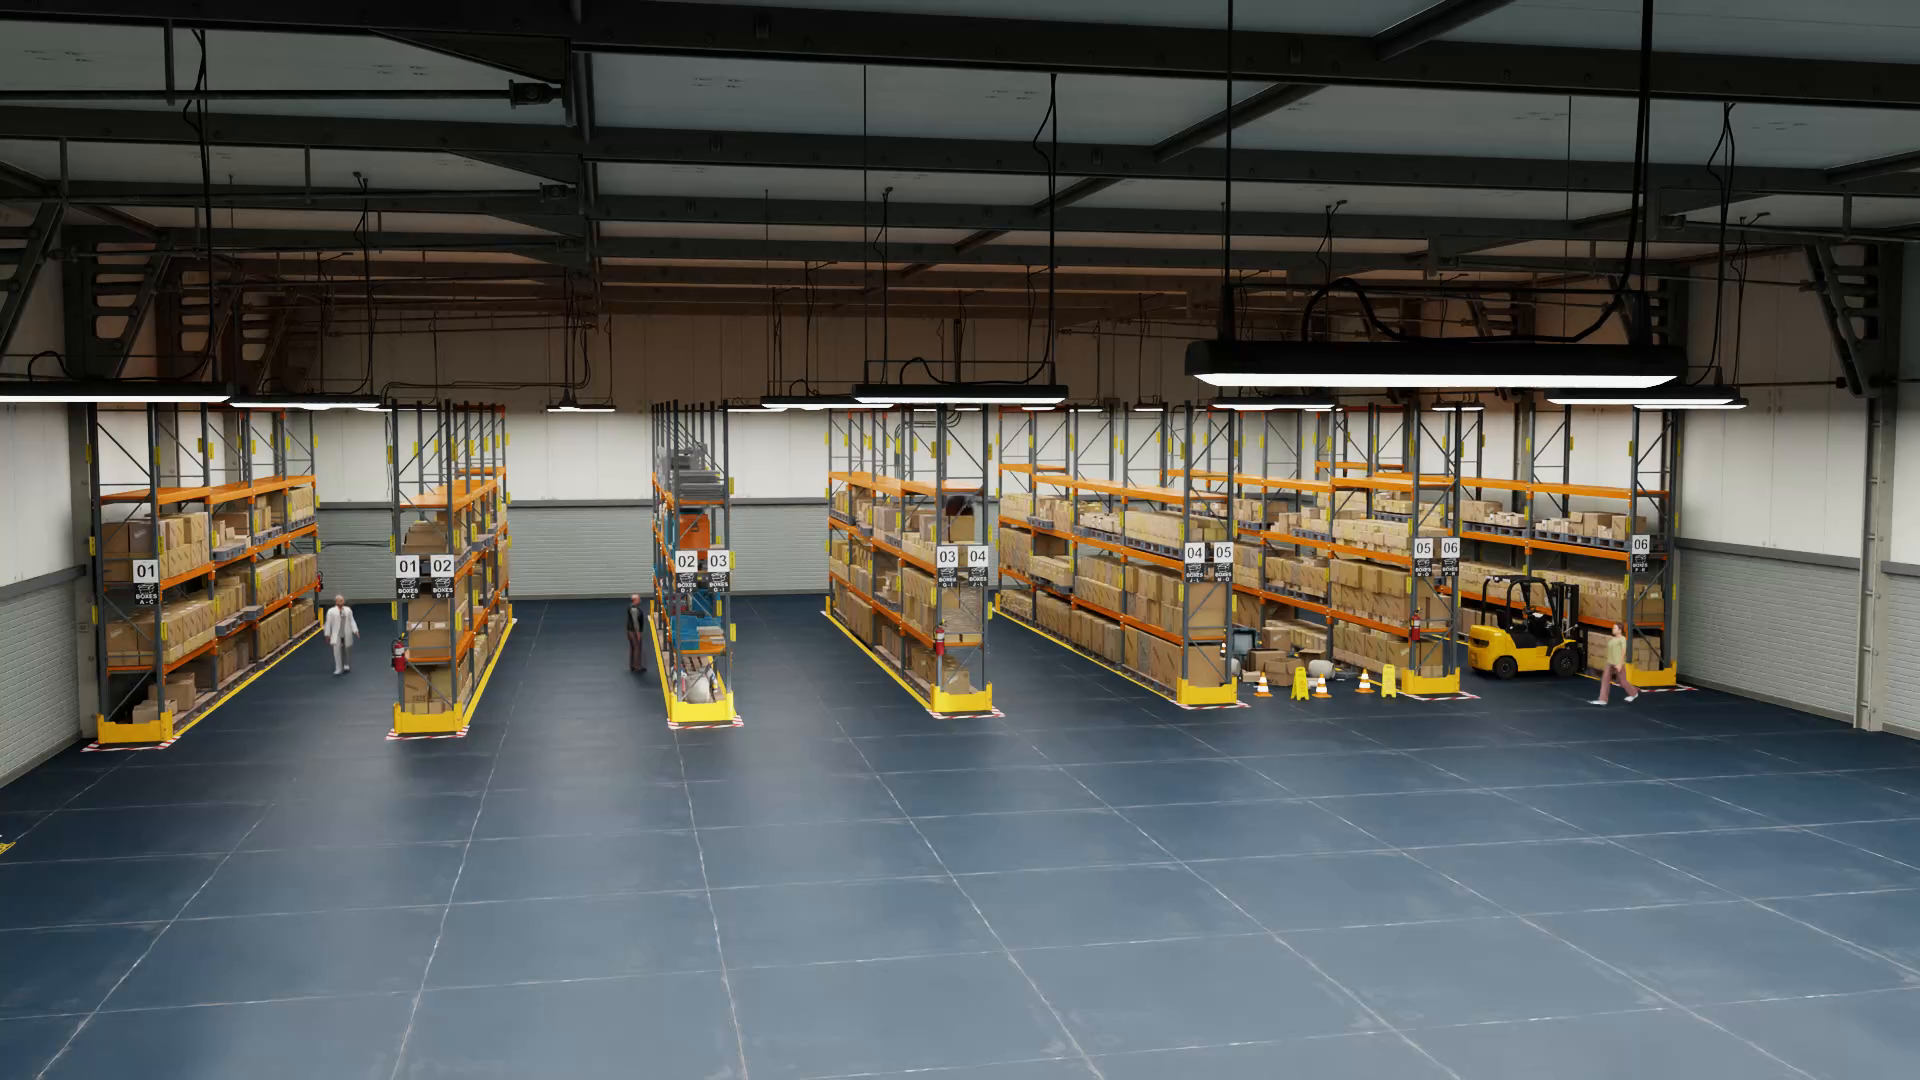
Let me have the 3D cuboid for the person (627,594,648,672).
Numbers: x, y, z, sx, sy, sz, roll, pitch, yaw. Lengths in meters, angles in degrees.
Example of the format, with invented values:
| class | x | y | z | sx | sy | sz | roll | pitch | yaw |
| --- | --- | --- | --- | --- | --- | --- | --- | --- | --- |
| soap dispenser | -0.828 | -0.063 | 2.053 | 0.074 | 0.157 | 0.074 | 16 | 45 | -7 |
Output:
| class | x | y | z | sx | sy | sz | roll | pitch | yaw |
| --- | --- | --- | --- | --- | --- | --- | --- | --- | --- |
| person | -7.178 | 2.064 | 36.982 | 0.425 | 1.724 | 0.573 | -2 | 5 | -20 |

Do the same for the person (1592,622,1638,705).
| class | x | y | z | sx | sy | sz | roll | pitch | yaw |
| --- | --- | --- | --- | --- | --- | --- | --- | --- | --- |
| person | 12.948 | 2.438 | 32.740 | 0.984 | 1.638 | 0.440 | -2 | 5 | -28 |

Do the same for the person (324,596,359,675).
| class | x | y | z | sx | sy | sz | roll | pitch | yaw |
| --- | --- | --- | --- | --- | --- | --- | --- | --- | --- |
| person | -13.628 | 2.086 | 36.641 | 0.726 | 1.727 | 1.128 | -2 | 5 | -20 |
